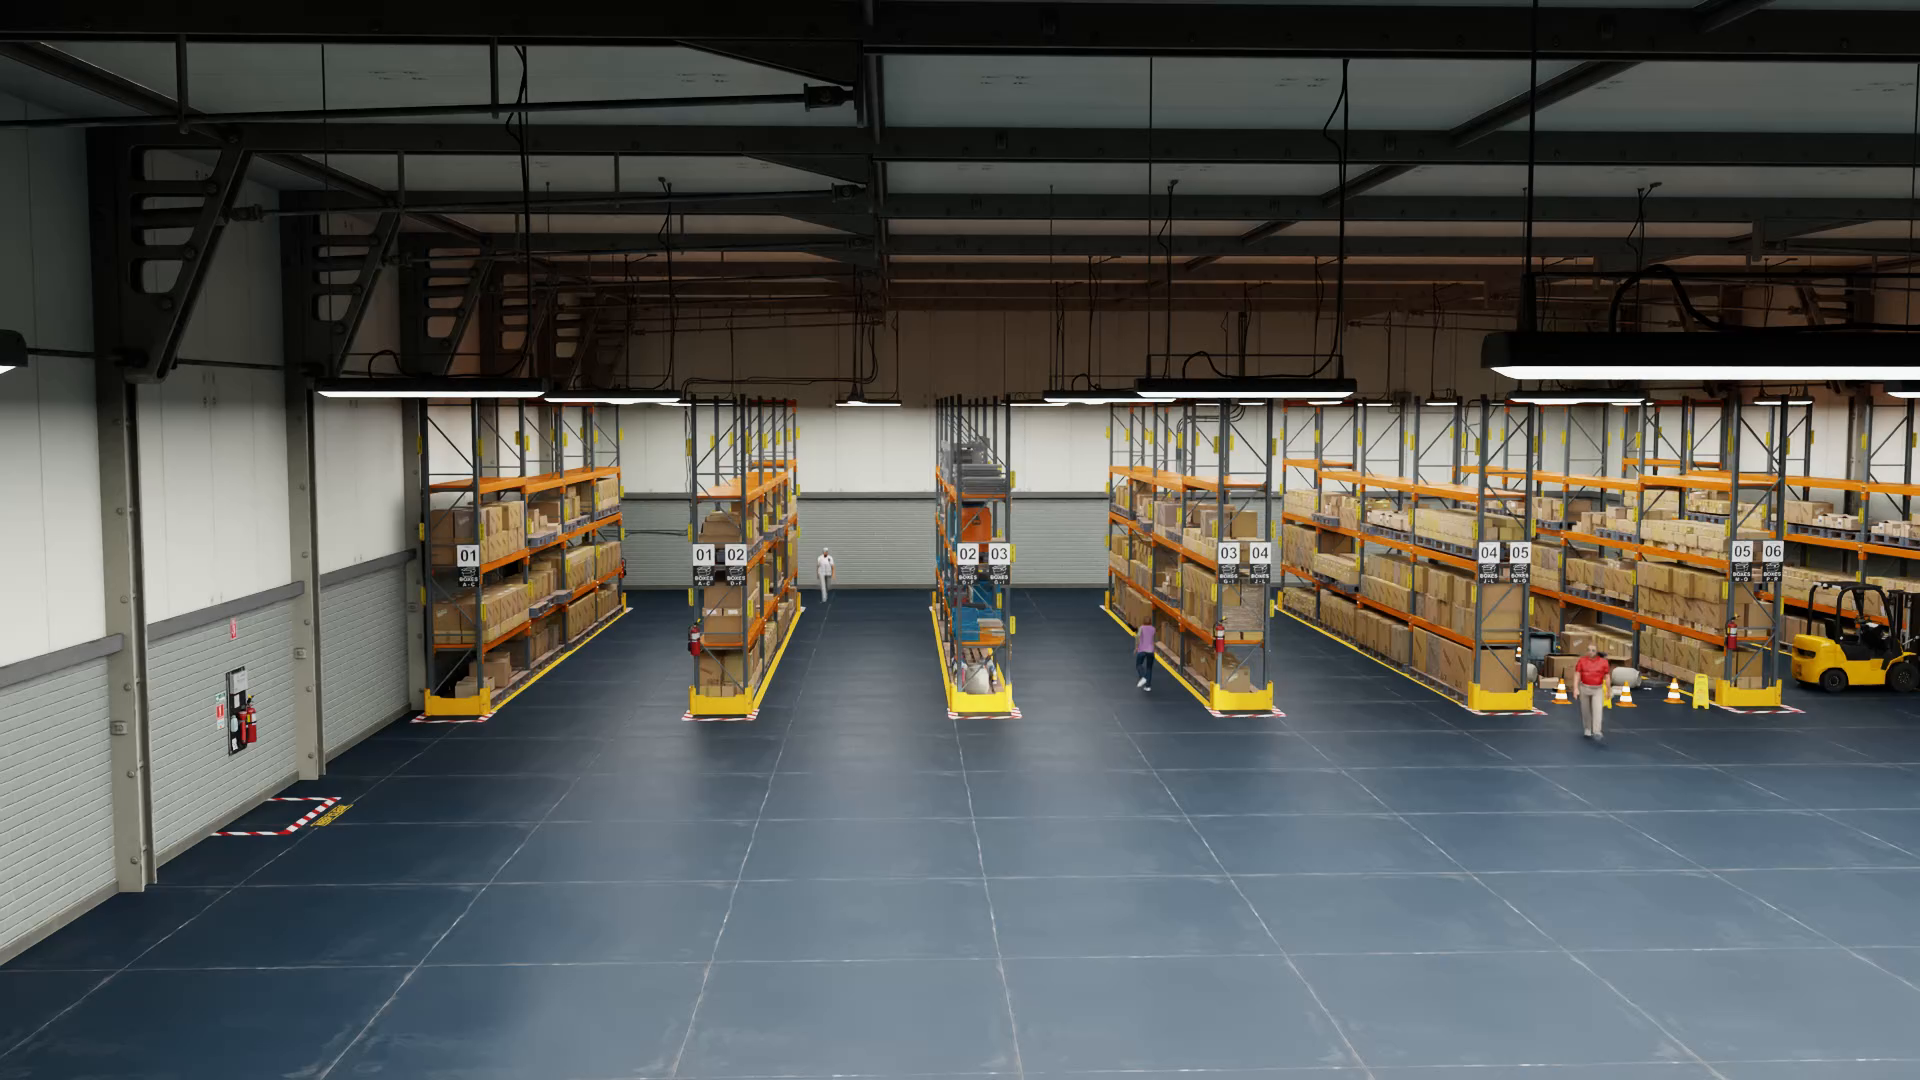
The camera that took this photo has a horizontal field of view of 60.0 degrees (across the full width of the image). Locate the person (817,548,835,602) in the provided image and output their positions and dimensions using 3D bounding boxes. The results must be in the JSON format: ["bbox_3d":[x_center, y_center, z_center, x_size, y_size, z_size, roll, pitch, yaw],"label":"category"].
[{"bbox_3d":[-3.977,1.023,49.419,0.487,1.590,1.069,-1,5,-18],"label":"person"}]

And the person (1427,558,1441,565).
[{"bbox_3d":[14.499,0.845,50.986,0.462,1.744,0.577,-2,5,-23],"label":"person"}]

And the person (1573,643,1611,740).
[{"bbox_3d":[10.887,2.613,28.690,0.582,1.662,1.070,2,5,29],"label":"person"}]

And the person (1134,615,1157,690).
[{"bbox_3d":[3.806,2.298,34.094,0.505,1.500,0.749,0,4,1],"label":"person"}]
